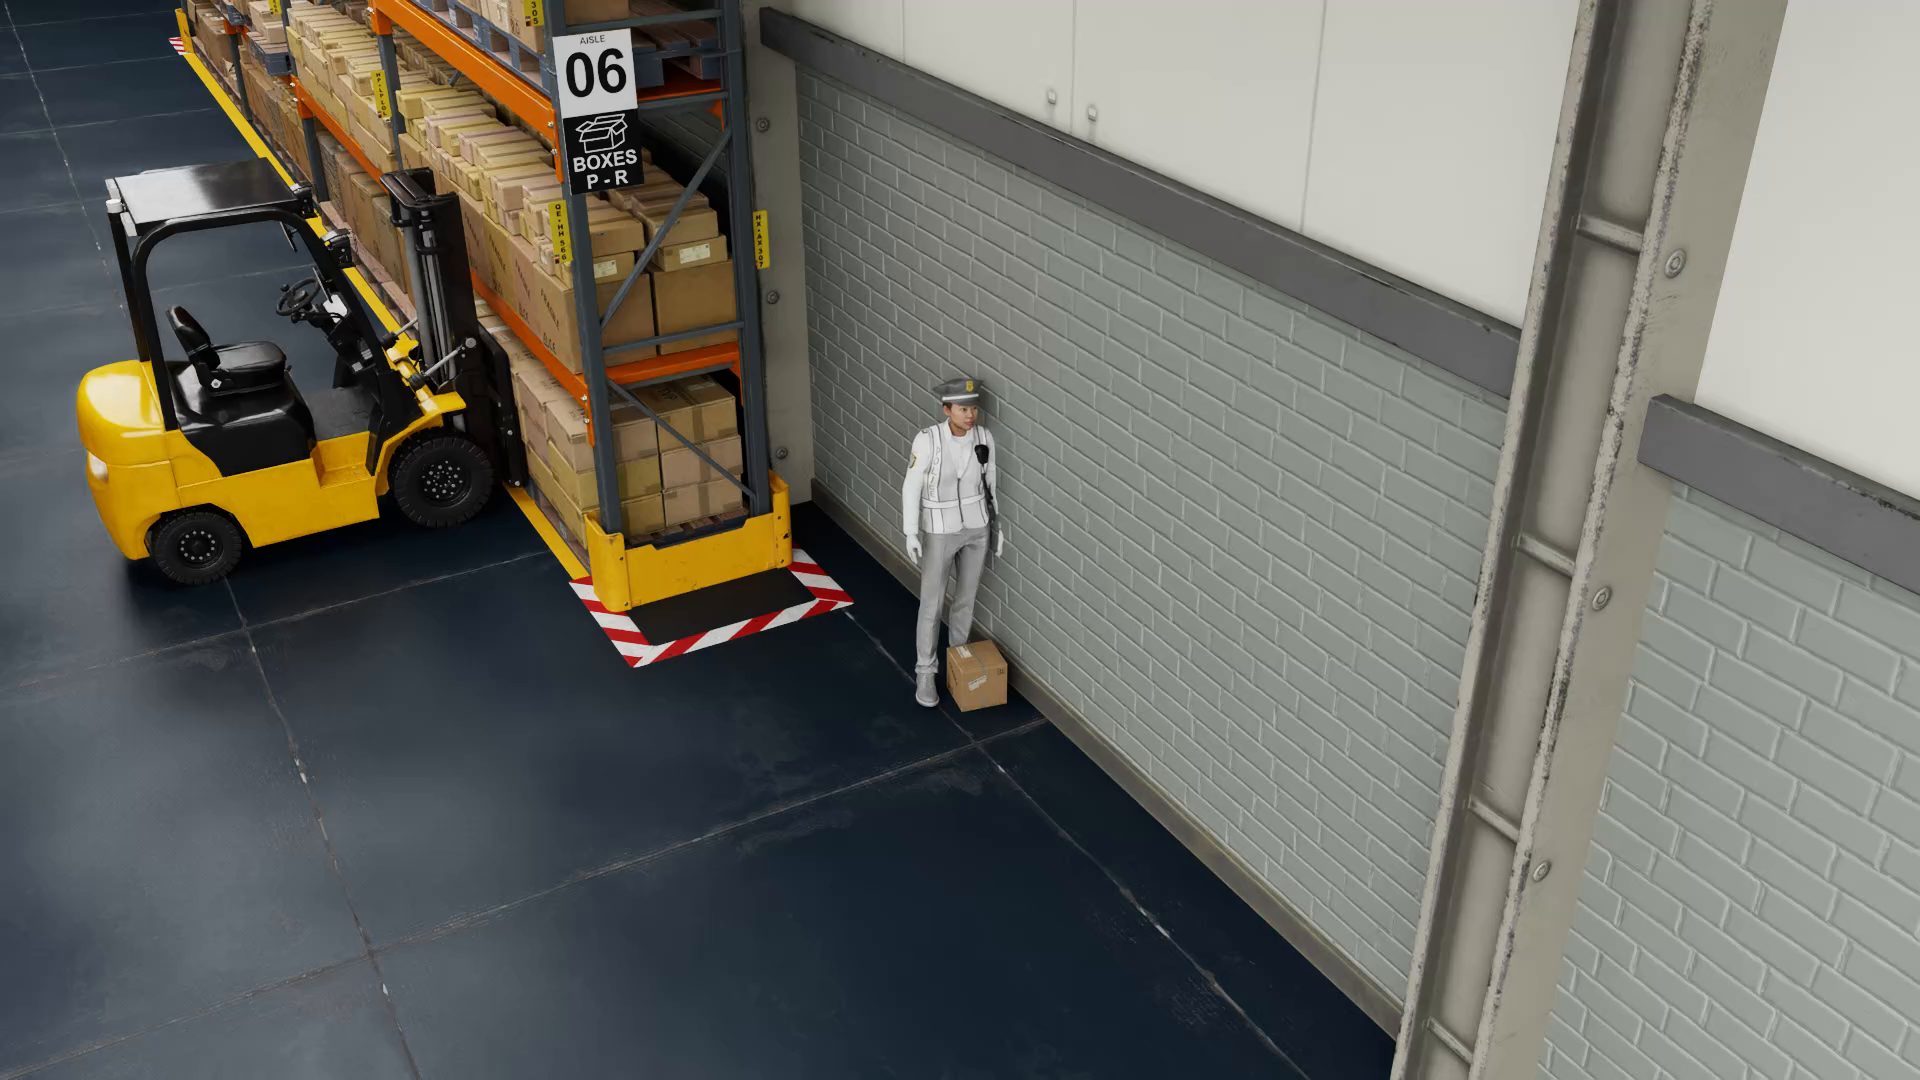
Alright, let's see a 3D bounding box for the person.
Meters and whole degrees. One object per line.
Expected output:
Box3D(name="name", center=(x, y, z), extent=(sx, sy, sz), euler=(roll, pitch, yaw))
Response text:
Box3D(name="person", center=(-0.001, -0.018, 8.534), extent=(0.587, 1.695, 0.531), euler=(-9, 30, -15))
